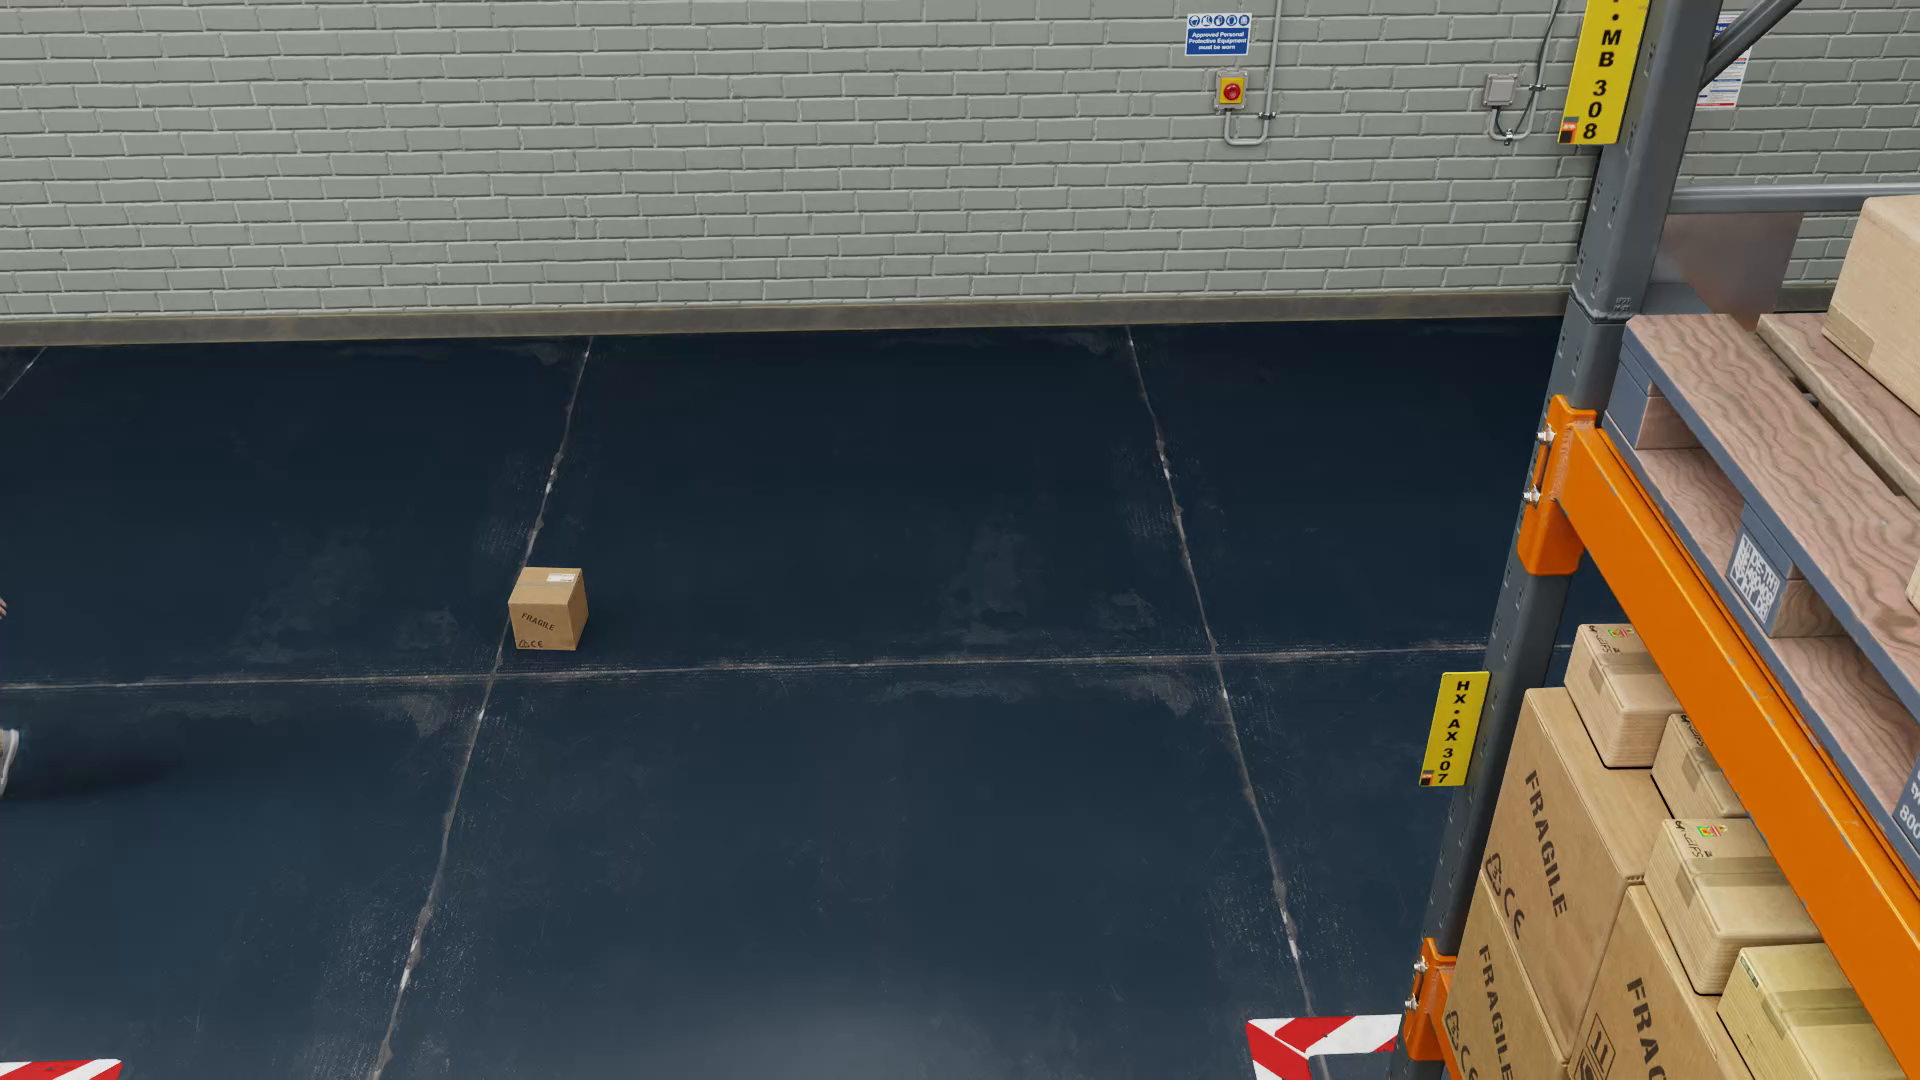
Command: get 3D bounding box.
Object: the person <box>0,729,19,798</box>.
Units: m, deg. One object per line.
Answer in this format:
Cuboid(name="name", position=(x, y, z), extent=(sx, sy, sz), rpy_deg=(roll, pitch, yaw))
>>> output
Cuboid(name="person", position=(-3.770, 0.265, 5.749), extent=(0.585, 1.711, 0.535), rpy_deg=(-12, 37, -17))
